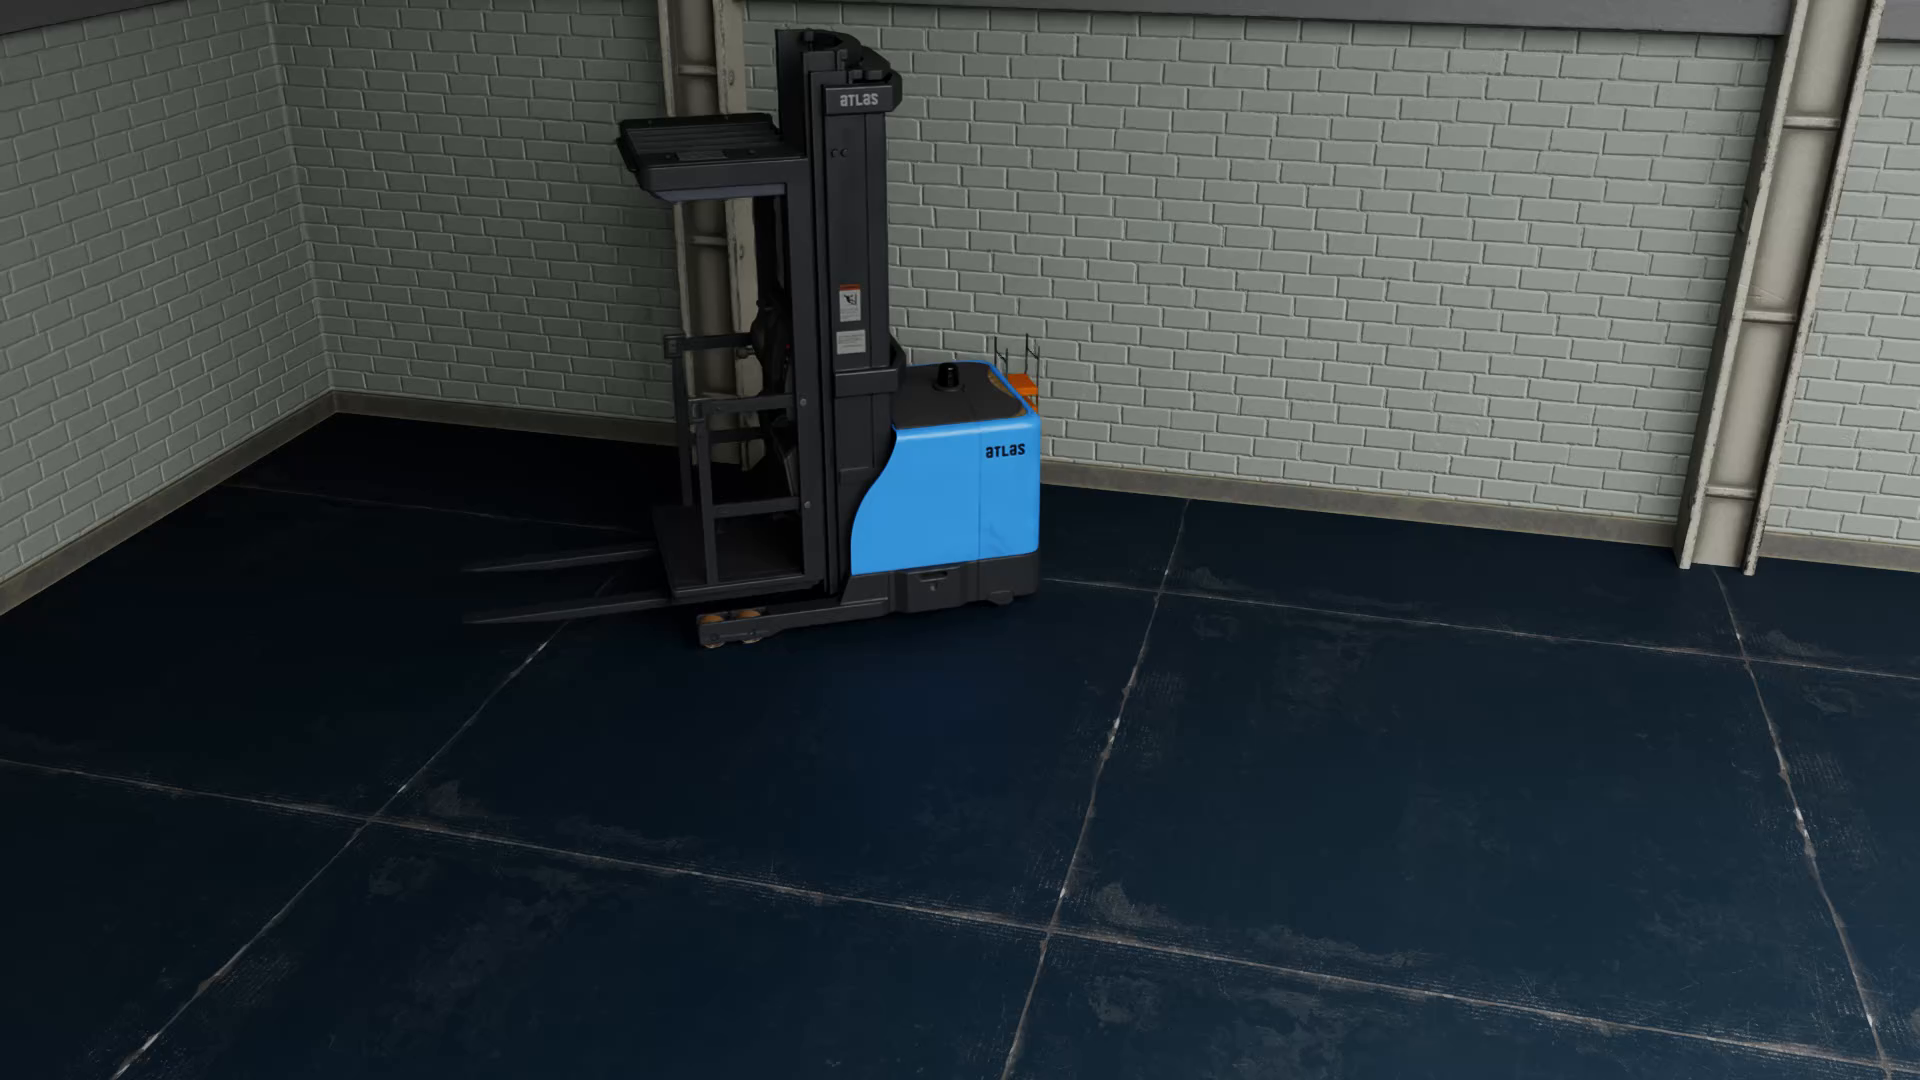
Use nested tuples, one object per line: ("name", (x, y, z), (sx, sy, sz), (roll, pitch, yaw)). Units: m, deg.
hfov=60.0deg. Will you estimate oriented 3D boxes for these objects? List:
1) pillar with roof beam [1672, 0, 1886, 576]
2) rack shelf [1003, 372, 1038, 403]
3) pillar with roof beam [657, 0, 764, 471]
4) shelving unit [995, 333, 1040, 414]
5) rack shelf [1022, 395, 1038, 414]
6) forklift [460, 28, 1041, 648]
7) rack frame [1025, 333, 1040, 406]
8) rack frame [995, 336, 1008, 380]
("pillar with roof beam", (3.230, -2.156, 3.811), (0.400, 9.000, 9.100), (6, 26, 13))
("rack shelf", (0.319, -0.857, 9.421), (0.180, 0.103, 0.258), (-7, 26, -14))
("pillar with roof beam", (-2.581, -2.799, 5.160), (0.400, 9.000, 9.100), (6, 26, 13))
("shelving unit", (0.319, -0.572, 9.557), (0.189, 1.200, 0.258), (-7, 26, -14))
("rack shelf", (0.319, -0.749, 9.473), (0.180, 0.103, 0.258), (-7, 26, -14))
("forklift", (-1.138, -1.019, 8.480), (3.031, 2.935, 1.130), (-7, 26, -14))
("rack frame", (0.407, -0.583, 9.579), (0.006, 1.200, 0.240), (-7, 26, -14))
("rack frame", (0.231, -0.562, 9.535), (0.006, 1.200, 0.240), (-7, 26, -14))
